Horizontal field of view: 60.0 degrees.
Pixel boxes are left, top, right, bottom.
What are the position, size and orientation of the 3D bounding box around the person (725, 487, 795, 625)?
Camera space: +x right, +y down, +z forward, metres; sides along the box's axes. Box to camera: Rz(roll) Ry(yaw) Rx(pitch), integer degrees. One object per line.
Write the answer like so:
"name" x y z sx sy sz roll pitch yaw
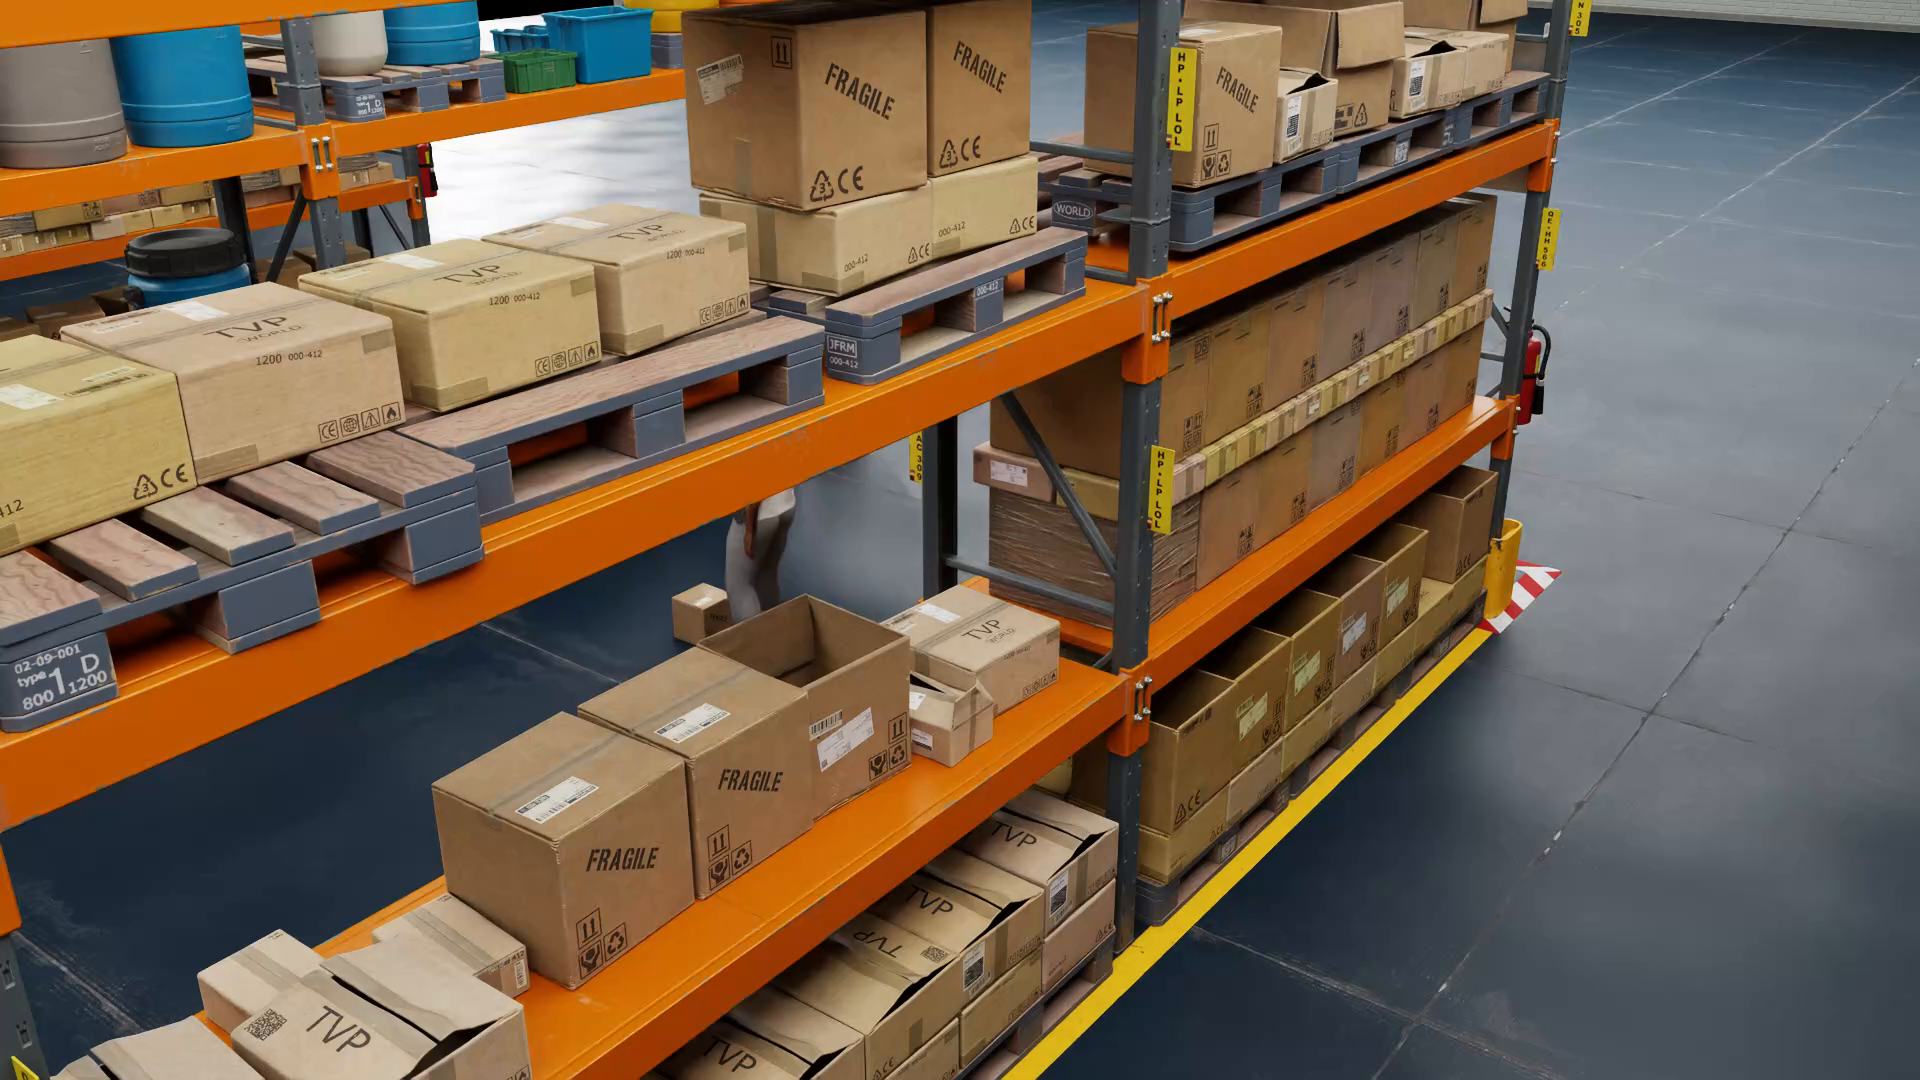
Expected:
"person" -1.111 -0.083 8.828 0.441 1.730 0.527 10 26 22
